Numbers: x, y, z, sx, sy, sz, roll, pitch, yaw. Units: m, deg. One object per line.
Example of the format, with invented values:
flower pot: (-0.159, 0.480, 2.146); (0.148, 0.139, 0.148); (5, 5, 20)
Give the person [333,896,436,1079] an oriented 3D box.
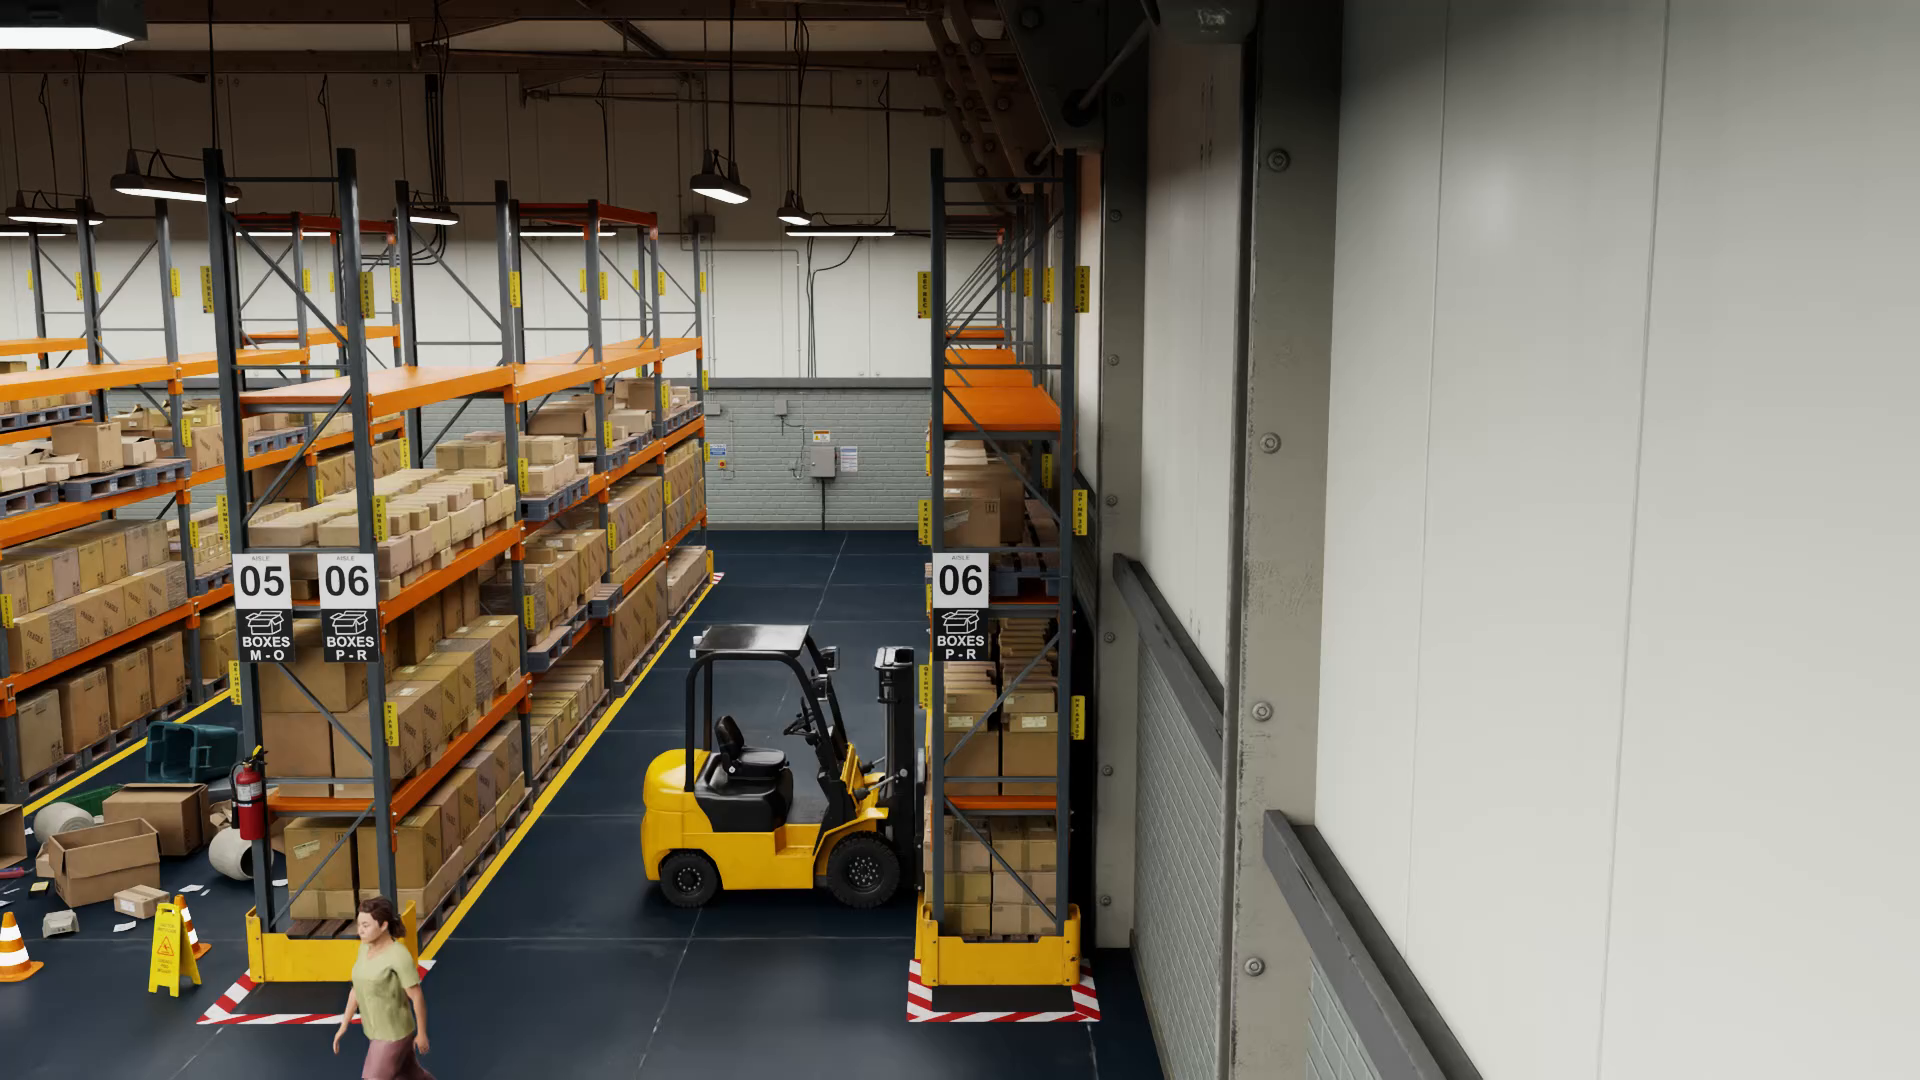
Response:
person: (-3.346, 2.844, 9.567); (1.035, 1.610, 0.497); (-9, 13, -43)
